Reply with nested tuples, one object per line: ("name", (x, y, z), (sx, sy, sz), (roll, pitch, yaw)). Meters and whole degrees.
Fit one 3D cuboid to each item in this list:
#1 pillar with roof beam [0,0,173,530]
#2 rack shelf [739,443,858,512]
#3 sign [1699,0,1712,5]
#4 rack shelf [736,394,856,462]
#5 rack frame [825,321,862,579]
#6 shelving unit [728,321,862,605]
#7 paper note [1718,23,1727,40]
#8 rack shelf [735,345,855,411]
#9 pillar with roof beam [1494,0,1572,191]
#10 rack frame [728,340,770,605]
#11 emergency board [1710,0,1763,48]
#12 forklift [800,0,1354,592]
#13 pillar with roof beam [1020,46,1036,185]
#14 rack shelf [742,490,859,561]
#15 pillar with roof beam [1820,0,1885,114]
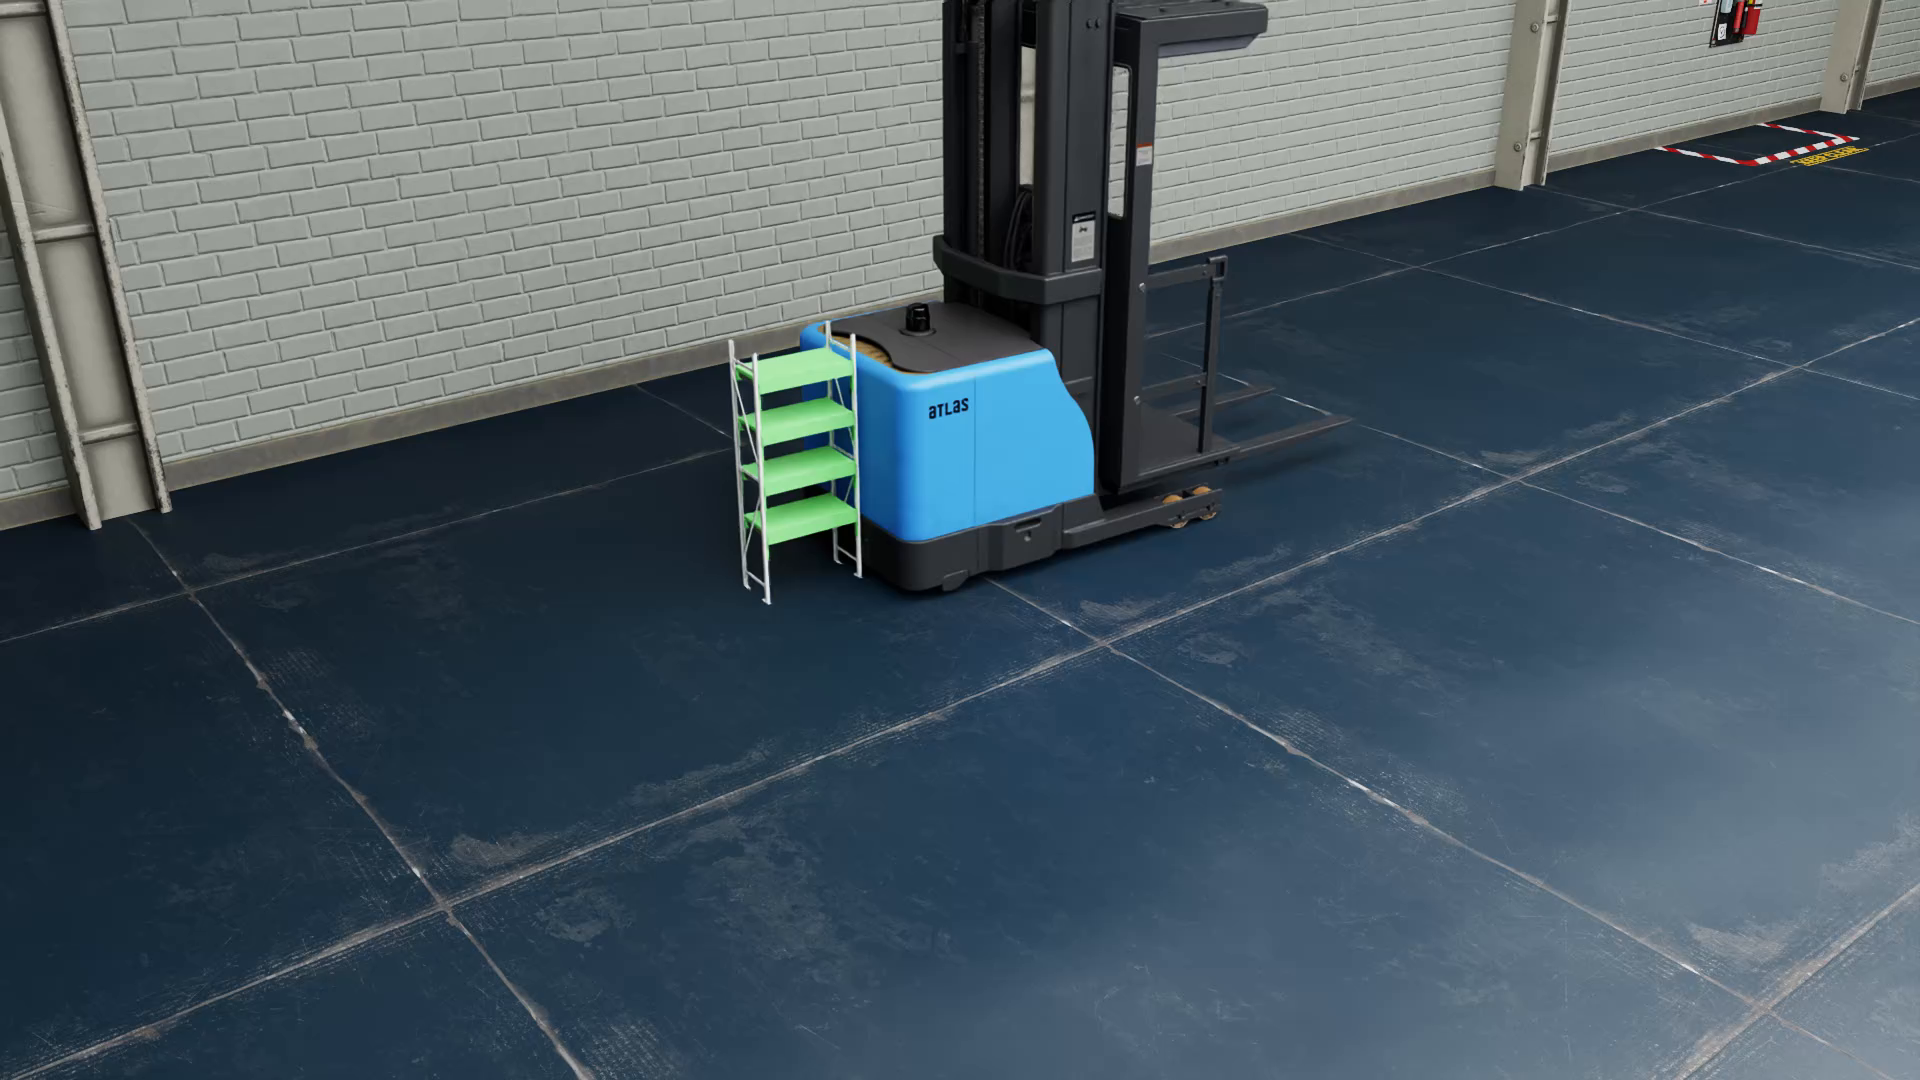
("pillar with roof beam", (-1.655, -2.807, 3.609), (0.400, 9.000, 9.100), (-18, 31, -34))
("rack shelf", (-0.739, -0.289, 7.600), (0.480, 0.148, 0.258), (-16, 29, -30))
("sign", (7.386, -5.465, 16.420), (0.234, 0.329, 0.001), (-18, 31, -34))
("rack shelf", (-0.739, -0.507, 7.499), (0.480, 0.148, 0.258), (-16, 29, -30))
("rack frame", (-0.537, -0.405, 7.697), (0.015, 1.200, 0.240), (-16, 29, -30))
("shelving unit", (-0.739, -0.347, 7.573), (0.503, 1.200, 0.258), (-16, 29, -30))
("paper note", (7.703, -5.136, 16.799), (0.142, 0.148, 0.016), (-18, 31, -34))
("rack shelf", (-0.739, -0.725, 7.398), (0.480, 0.148, 0.258), (-16, 29, -30))
("pillar with roof beam", (7.788, -5.924, 10.325), (0.400, 9.000, 9.100), (-18, 31, -34))
("rack frame", (-0.942, -0.290, 7.449), (0.015, 1.200, 0.240), (-16, 29, -30))
("emergency board", (7.885, -5.558, 16.663), (0.643, 1.169, 0.194), (-18, 31, -34))
("forklift", (0.731, -1.555, 8.119), (3.031, 2.935, 1.130), (-16, 29, -30))
("pillar with roof beam", (3.067, -4.366, 6.967), (0.400, 9.000, 9.100), (-18, 31, -34))
("rack shelf", (-0.739, -0.072, 7.701), (0.480, 0.148, 0.258), (-16, 29, -30))
("pillar with roof beam", (12.510, -7.483, 13.683), (0.400, 9.000, 9.100), (-18, 31, -34))
